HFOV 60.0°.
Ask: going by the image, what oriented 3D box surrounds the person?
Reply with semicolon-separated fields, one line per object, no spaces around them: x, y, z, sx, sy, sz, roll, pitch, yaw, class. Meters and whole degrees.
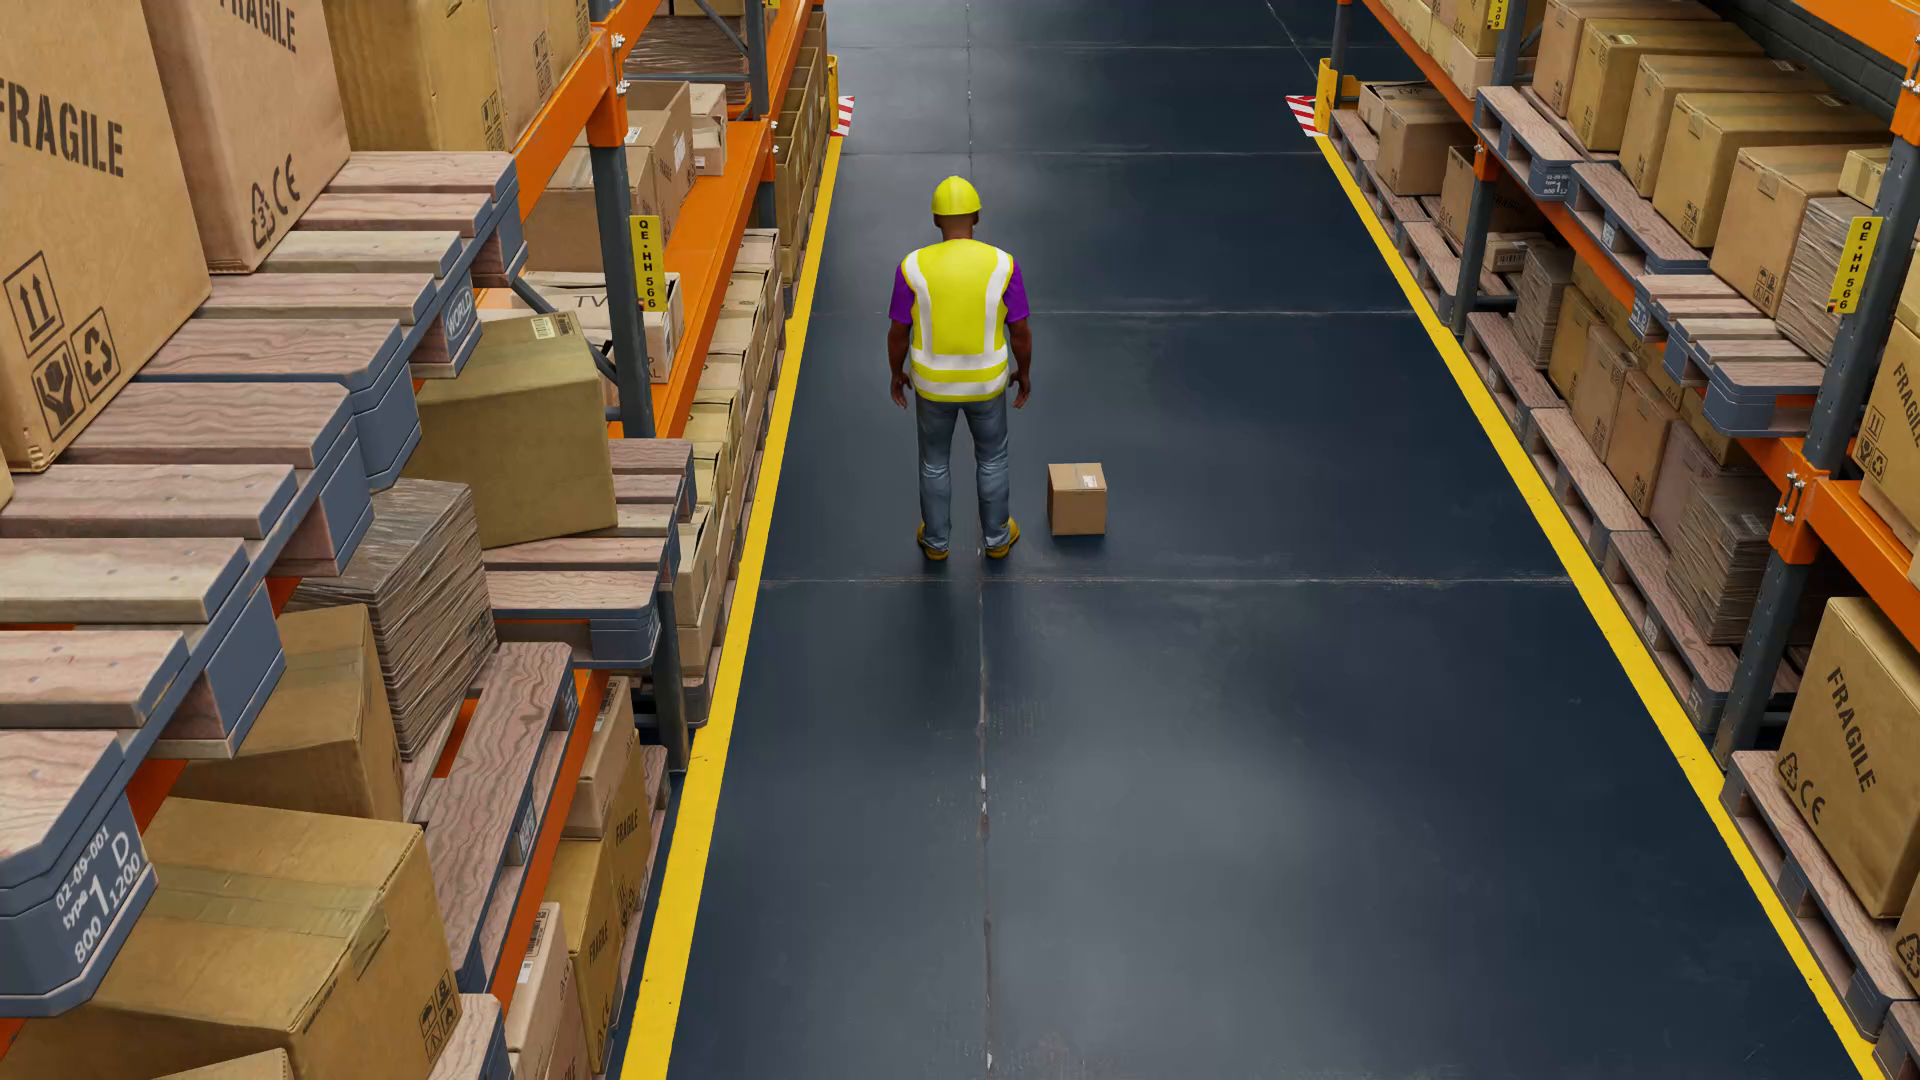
0.002;-0.721;7.300;0.627;1.761;0.456;0;31;0;person
